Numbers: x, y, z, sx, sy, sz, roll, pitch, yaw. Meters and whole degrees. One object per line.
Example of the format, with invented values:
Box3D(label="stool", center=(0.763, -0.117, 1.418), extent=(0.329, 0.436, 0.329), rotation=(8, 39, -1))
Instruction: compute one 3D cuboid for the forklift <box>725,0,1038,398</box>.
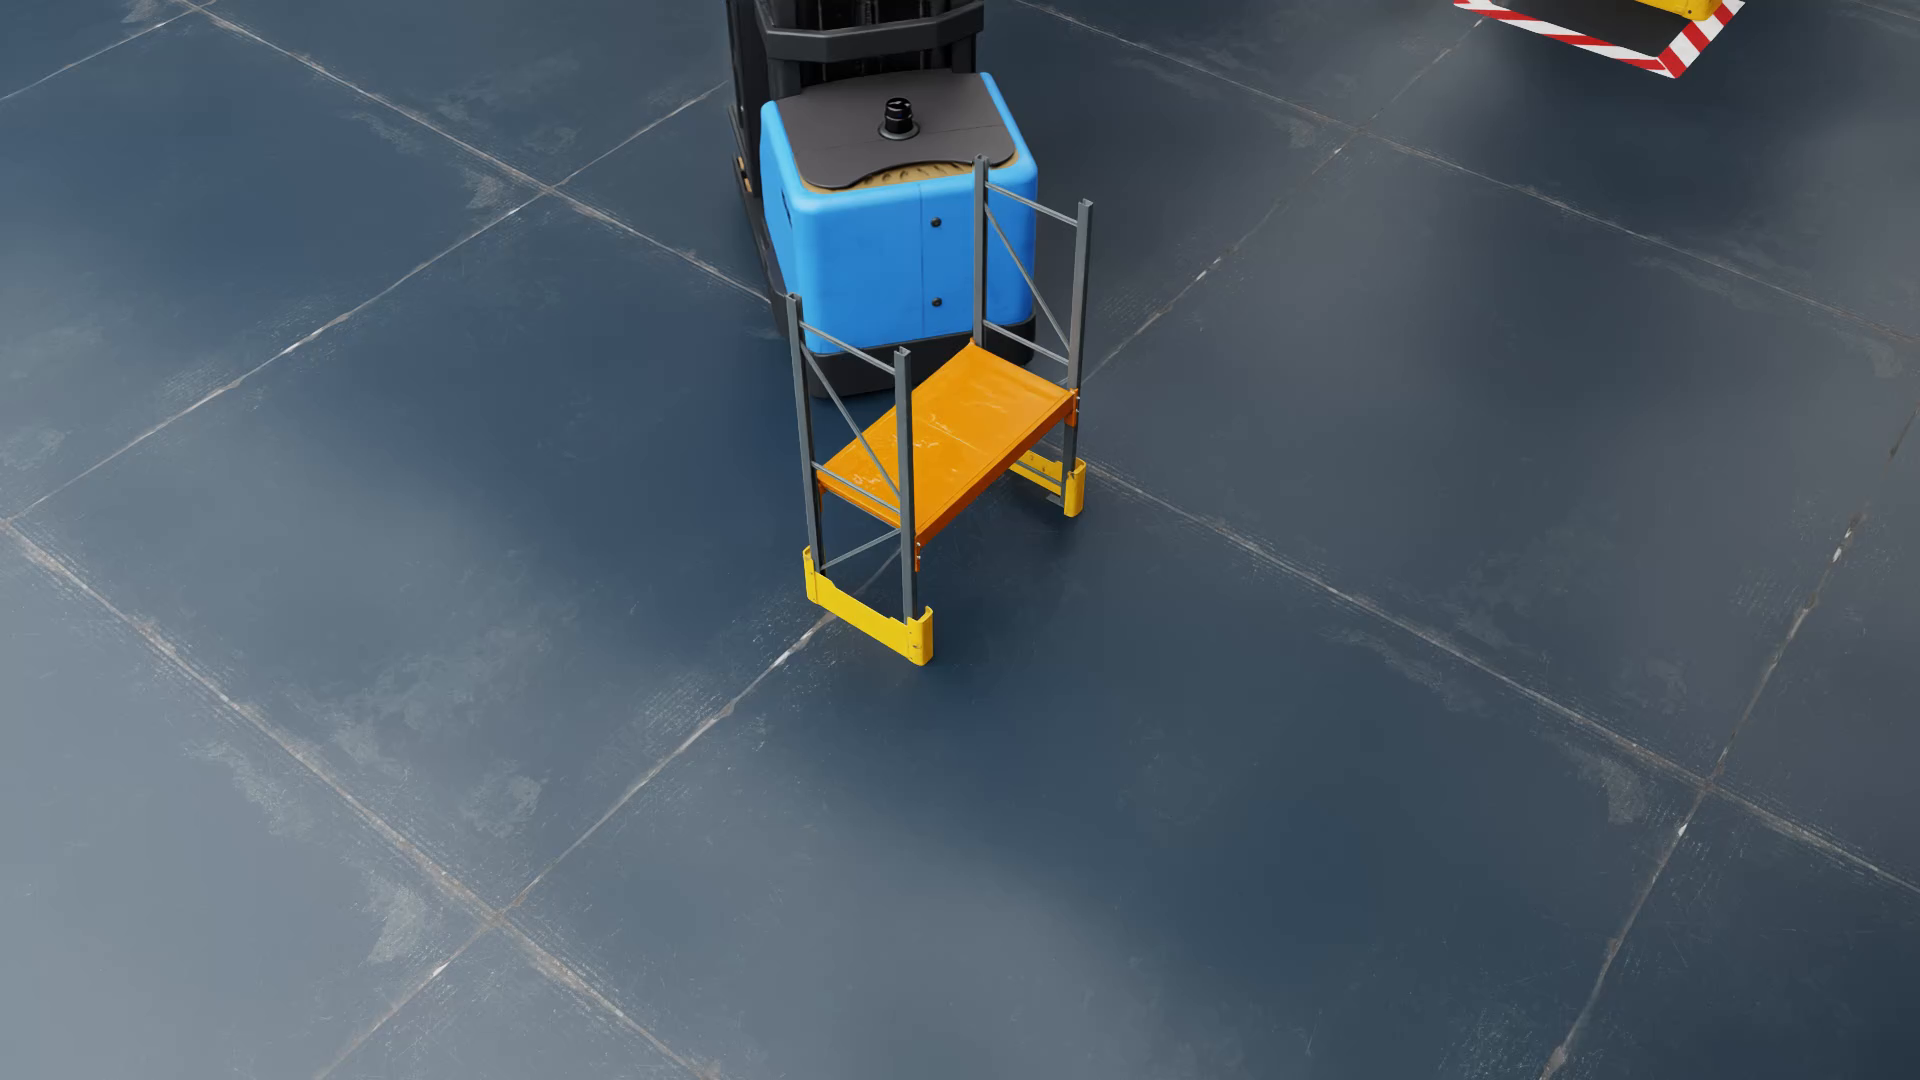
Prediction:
Box3D(label="forklift", center=(-0.526, -2.716, 7.318), extent=(1.130, 2.935, 3.031), rotation=(-10, 47, -10))

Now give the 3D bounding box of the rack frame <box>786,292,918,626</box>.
Box3D(label="rack frame", center=(4.636, -4.949, 10.233), extent=(0.520, 1.800, 16.358), rotation=(29, 53, 25))

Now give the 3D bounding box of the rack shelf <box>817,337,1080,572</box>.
Box3D(label="rack shelf", center=(-0.052, -0.345, 6.291), extent=(0.538, 0.185, 1.000), rotation=(29, 53, 25))

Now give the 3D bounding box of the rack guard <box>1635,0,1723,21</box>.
Box3D(label="rack guard", center=(3.935, -3.511, 9.758), extent=(1.175, 0.500, 0.348), rotation=(29, 53, 25))

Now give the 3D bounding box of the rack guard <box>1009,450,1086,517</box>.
Box3D(label="rack guard", center=(0.258, -0.328, 6.890), extent=(0.587, 0.250, 0.087), rotation=(29, 53, 25))

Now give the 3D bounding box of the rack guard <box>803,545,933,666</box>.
Box3D(label="rack guard", center=(-0.351, 0.242, 6.346), extent=(0.587, 0.250, 0.087), rotation=(29, 53, 25))

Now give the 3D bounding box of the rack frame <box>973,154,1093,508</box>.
Box3D(label="rack frame", center=(0.259, -0.760, 6.439), extent=(0.500, 1.500, 0.032), rotation=(29, 53, 25))

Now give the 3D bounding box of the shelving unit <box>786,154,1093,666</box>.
Box3D(label="shelving unit", center=(4.625, -4.951, 10.235), extent=(0.587, 1.800, 16.366), rotation=(29, 53, 25))
